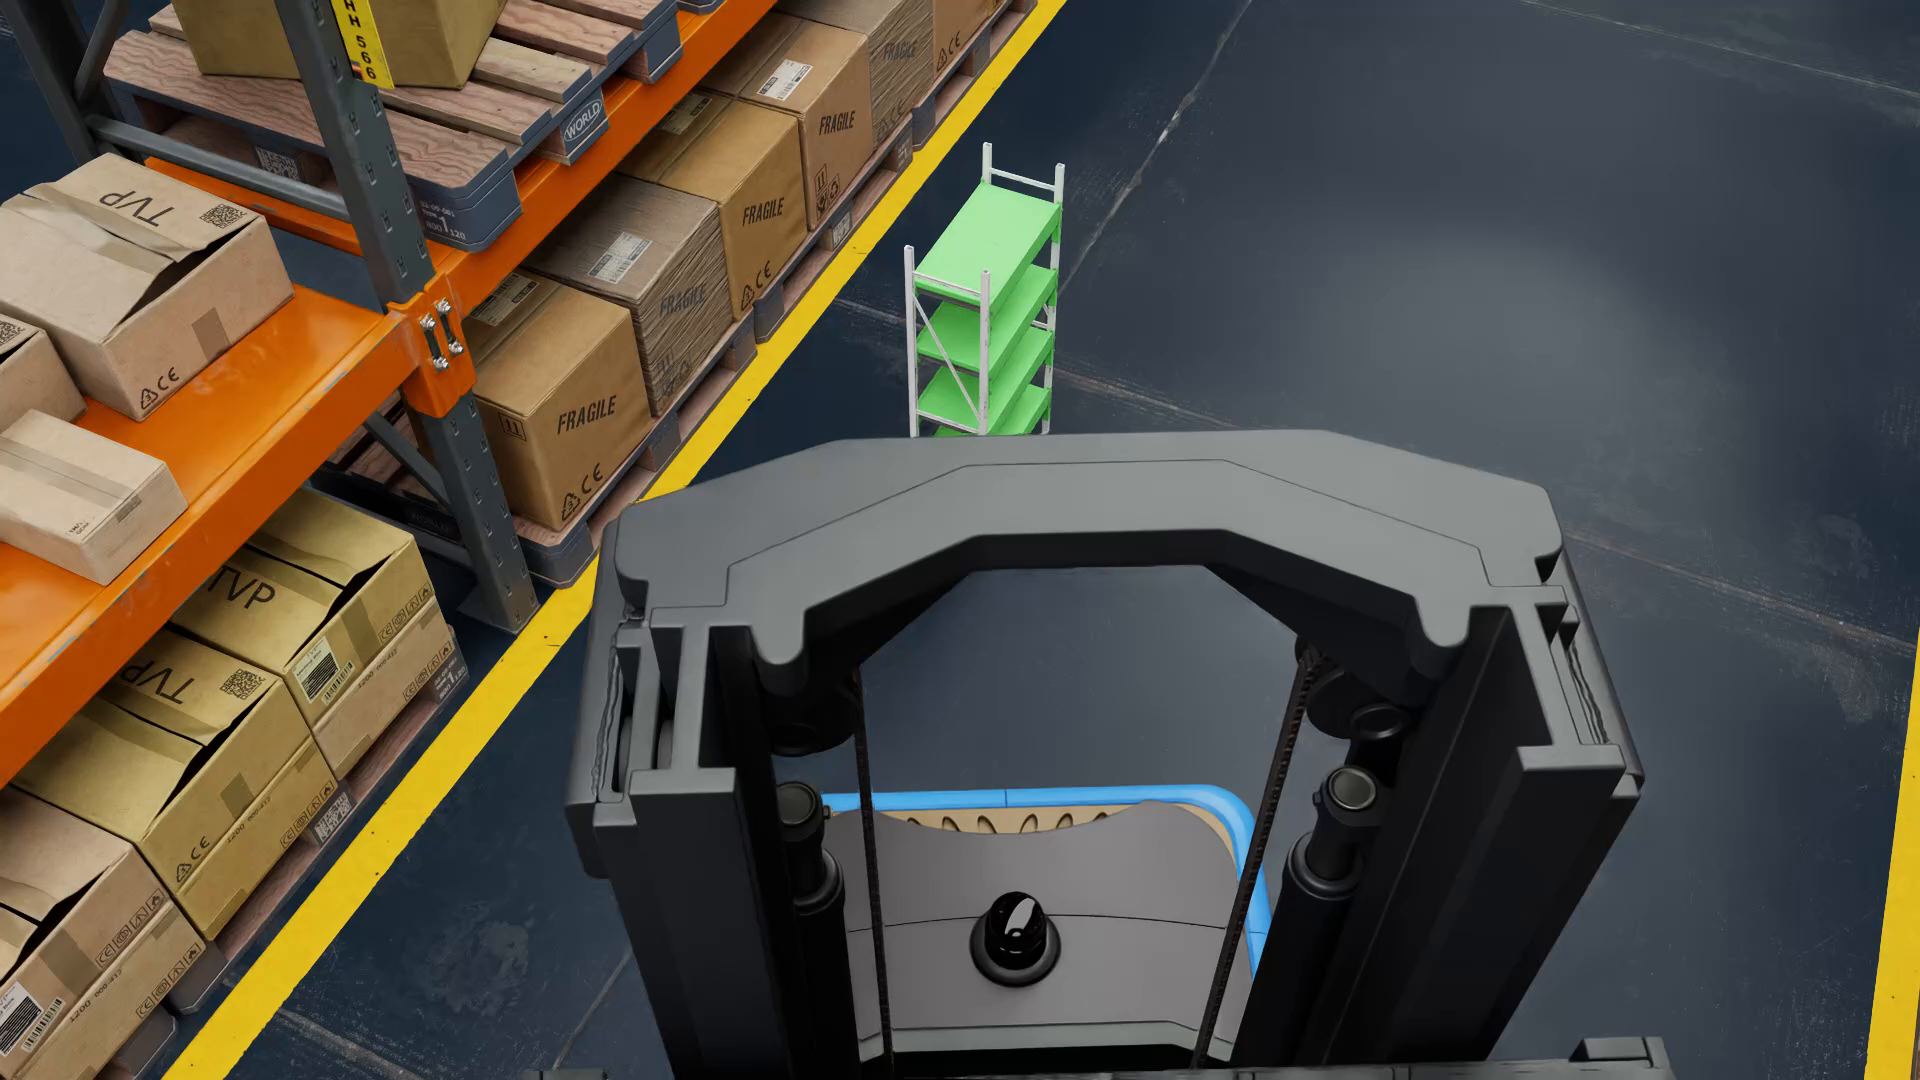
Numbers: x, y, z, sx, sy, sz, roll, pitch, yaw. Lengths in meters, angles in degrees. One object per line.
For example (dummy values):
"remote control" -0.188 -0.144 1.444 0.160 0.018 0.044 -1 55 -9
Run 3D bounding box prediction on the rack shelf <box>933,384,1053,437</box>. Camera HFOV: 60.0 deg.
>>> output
"rack shelf" 0.071 -0.306 5.121 0.258 0.148 0.480 20 52 16

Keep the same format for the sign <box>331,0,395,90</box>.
"sign" -1.253 -1.082 3.441 0.100 0.325 0.005 20 52 16

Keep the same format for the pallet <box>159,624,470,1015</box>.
"pallet" -2.143 0.573 4.624 1.003 0.211 1.213 20 52 16

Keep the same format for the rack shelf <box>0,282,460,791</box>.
"rack shelf" -2.611 0.725 3.136 1.077 0.370 4.000 20 52 16

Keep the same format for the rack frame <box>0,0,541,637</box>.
"rack frame" -1.756 -0.885 4.034 1.000 3.000 0.127 20 52 16

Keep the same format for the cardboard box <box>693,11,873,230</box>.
"cardboard box" -0.648 -1.505 5.914 0.500 0.500 0.500 18 52 15

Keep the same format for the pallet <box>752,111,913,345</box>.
"pallet" -0.881 -1.320 6.235 1.003 0.211 1.213 20 52 16

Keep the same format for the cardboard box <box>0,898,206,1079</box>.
"cardboard box" -2.195 1.013 3.948 0.500 0.250 0.500 21 53 17

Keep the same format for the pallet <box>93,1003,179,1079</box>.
"pallet" -2.666 1.410 3.912 1.003 0.211 1.213 20 52 16

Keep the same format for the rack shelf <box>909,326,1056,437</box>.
"rack shelf" 0.071 -0.461 4.939 0.258 0.148 0.480 20 52 16

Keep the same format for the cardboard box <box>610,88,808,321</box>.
"cardboard box" -0.866 -1.144 5.606 0.500 0.500 0.500 19 52 16

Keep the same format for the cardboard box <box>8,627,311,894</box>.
"cardboard box" -1.974 0.489 4.026 0.500 0.311 0.500 19 52 16

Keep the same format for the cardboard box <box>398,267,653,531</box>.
"cardboard box" -1.303 -0.438 5.006 0.500 0.500 0.500 22 53 18

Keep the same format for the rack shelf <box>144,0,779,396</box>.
"rack shelf" -0.902 -2.029 5.480 1.077 0.370 4.000 20 52 16

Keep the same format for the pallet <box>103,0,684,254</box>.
"pallet" -1.530 -1.313 4.523 1.213 0.211 1.003 20 52 16

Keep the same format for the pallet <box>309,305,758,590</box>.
"pallet" -1.403 -0.483 5.523 1.003 0.211 1.213 20 52 16

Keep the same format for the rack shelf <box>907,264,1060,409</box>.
"rack shelf" 0.071 -0.617 4.756 0.258 0.148 0.480 20 52 16

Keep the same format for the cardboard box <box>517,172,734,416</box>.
"cardboard box" -1.085 -0.800 5.314 0.500 0.500 0.500 18 52 15

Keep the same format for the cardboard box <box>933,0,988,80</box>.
"cardboard box" -0.218 -2.201 6.506 0.500 0.500 0.500 20 52 16

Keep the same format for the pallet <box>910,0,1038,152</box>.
"pallet" -0.361 -2.163 6.952 1.003 0.211 1.213 20 52 16

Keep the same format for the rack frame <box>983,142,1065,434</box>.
"rack frame" 0.175 -0.671 5.033 0.240 1.200 0.015 20 52 16

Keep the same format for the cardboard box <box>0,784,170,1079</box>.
"cardboard box" -2.192 0.836 3.731 0.500 0.311 0.500 19 52 16

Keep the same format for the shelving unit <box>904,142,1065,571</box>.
"shelving unit" 0.071 -0.503 4.890 0.258 1.200 0.503 20 52 16

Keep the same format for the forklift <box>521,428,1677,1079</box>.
"forklift" 0.139 1.383 2.149 1.130 2.935 3.031 -1 50 -1

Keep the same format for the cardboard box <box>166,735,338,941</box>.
"cardboard box" -1.978 0.668 4.242 0.500 0.250 0.500 19 52 16

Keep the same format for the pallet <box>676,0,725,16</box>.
"pallet" -0.930 -2.164 5.248 1.003 0.211 1.213 20 52 16

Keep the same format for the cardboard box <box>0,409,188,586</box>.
"cardboard box" -1.891 -0.095 3.526 0.380 0.149 0.250 20 52 16

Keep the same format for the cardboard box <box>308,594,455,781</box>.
"cardboard box" -1.761 0.311 4.545 0.500 0.250 0.500 21 53 17

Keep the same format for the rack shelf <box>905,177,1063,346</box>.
"rack shelf" 0.071 -0.772 4.573 0.258 0.148 0.480 20 52 16

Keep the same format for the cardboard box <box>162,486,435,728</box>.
"cardboard box" -1.757 0.129 4.332 0.500 0.311 0.500 21 53 17

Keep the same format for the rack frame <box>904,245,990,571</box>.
"rack frame" -0.034 -0.335 4.747 0.240 1.200 0.015 20 52 16

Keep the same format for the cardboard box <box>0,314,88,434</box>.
"cardboard box" -2.314 -0.303 3.597 0.500 0.311 0.500 19 52 16

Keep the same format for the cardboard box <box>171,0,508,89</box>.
"cardboard box" -1.589 -1.524 4.236 0.700 0.500 0.500 4 50 4

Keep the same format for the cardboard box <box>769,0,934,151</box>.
"cardboard box" -0.433 -1.856 6.212 0.500 0.500 0.500 20 53 17

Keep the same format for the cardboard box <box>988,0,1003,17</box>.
"cardboard box" 0.001 -2.539 6.793 0.500 0.500 0.500 20 52 16

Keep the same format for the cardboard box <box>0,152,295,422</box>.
"cardboard box" -1.951 -0.620 3.867 0.500 0.311 0.500 23 53 18
